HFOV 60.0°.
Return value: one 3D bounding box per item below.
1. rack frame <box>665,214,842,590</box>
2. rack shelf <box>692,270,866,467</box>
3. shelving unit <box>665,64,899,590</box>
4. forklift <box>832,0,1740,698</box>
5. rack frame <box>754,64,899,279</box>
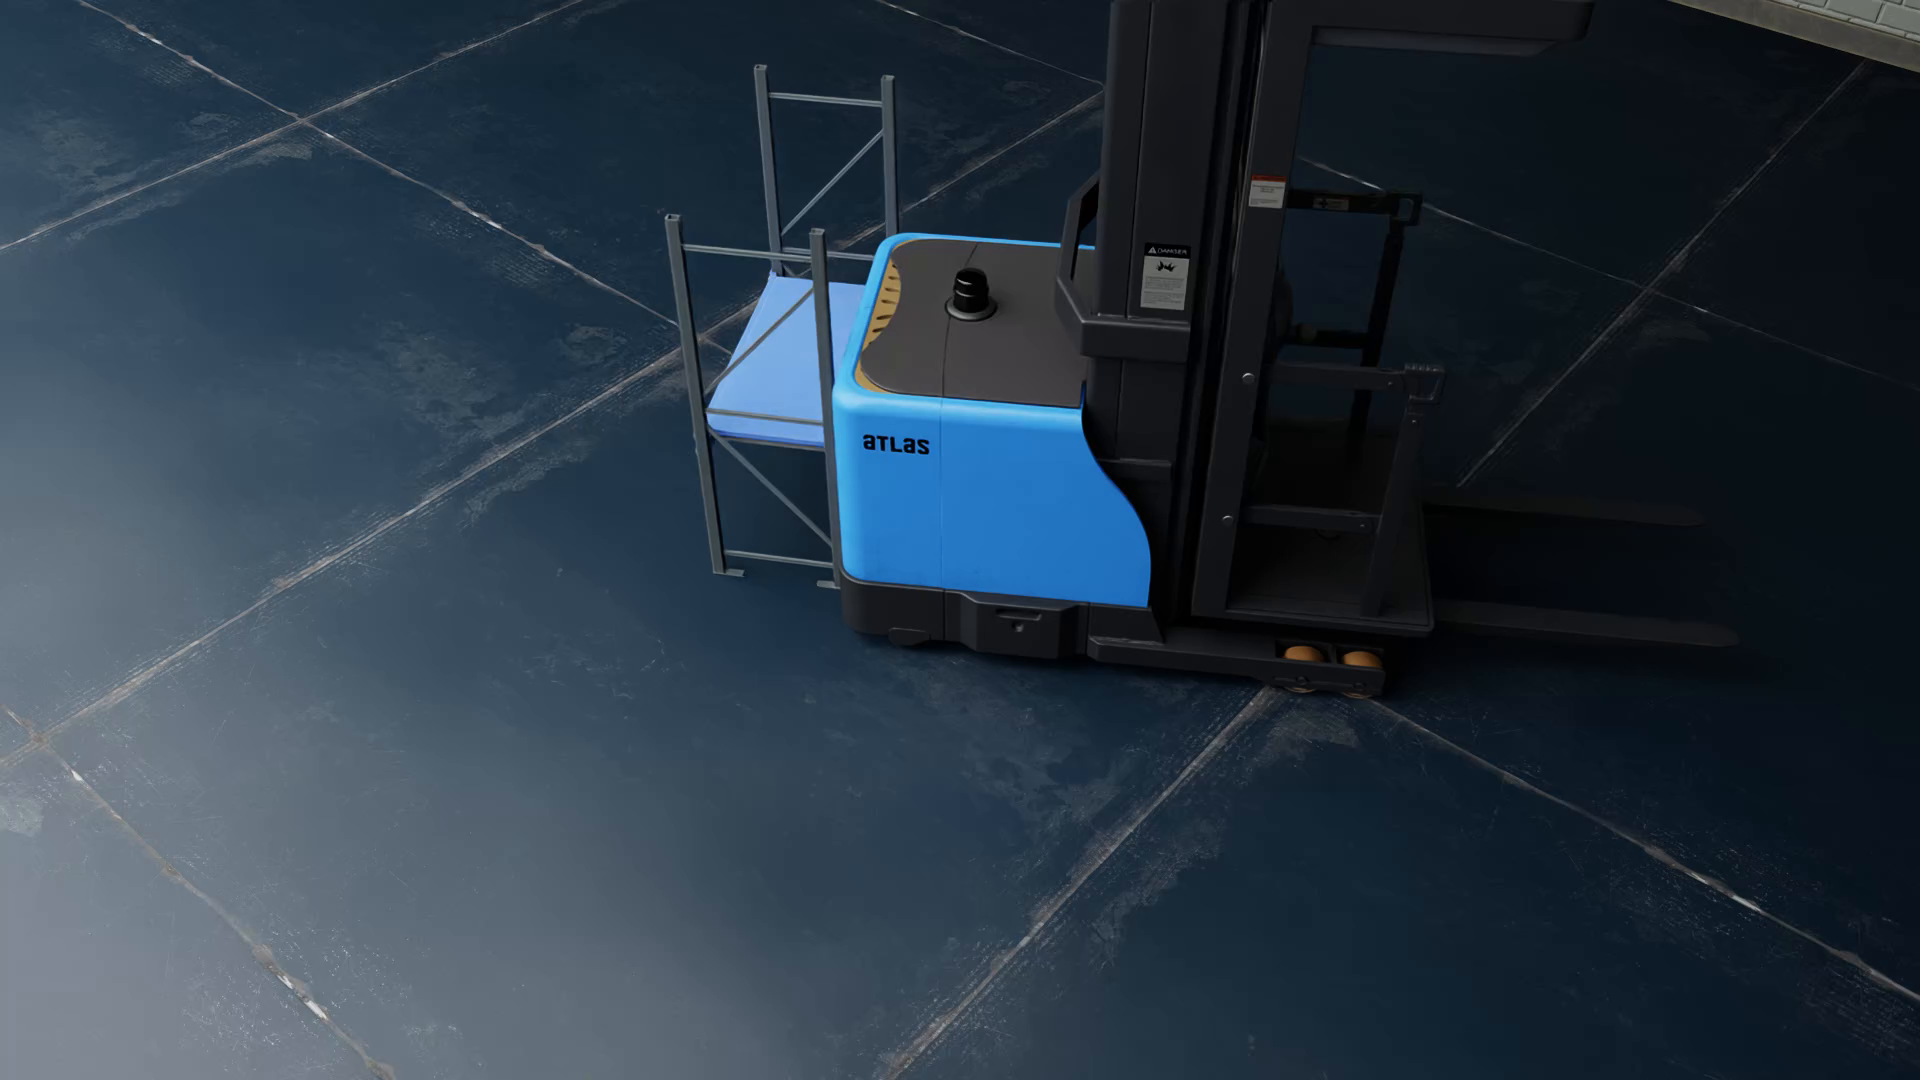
[{"bbox_3d":[-0.658,-0.410,5.586,0.500,1.500,0.032,7,43,8],"label":"rack frame"},{"bbox_3d":[-0.567,-0.614,6.077,0.538,0.185,1.000,7,43,8],"label":"rack shelf"},{"bbox_3d":[-0.567,-0.747,5.956,0.538,1.500,1.048,7,43,8],"label":"shelving unit"},{"bbox_3d":[1.142,-0.929,5.093,3.031,2.935,1.130,5,43,6],"label":"forklift"},{"bbox_3d":[-0.476,-1.083,6.327,0.500,1.500,0.032,7,43,8],"label":"rack frame"}]
